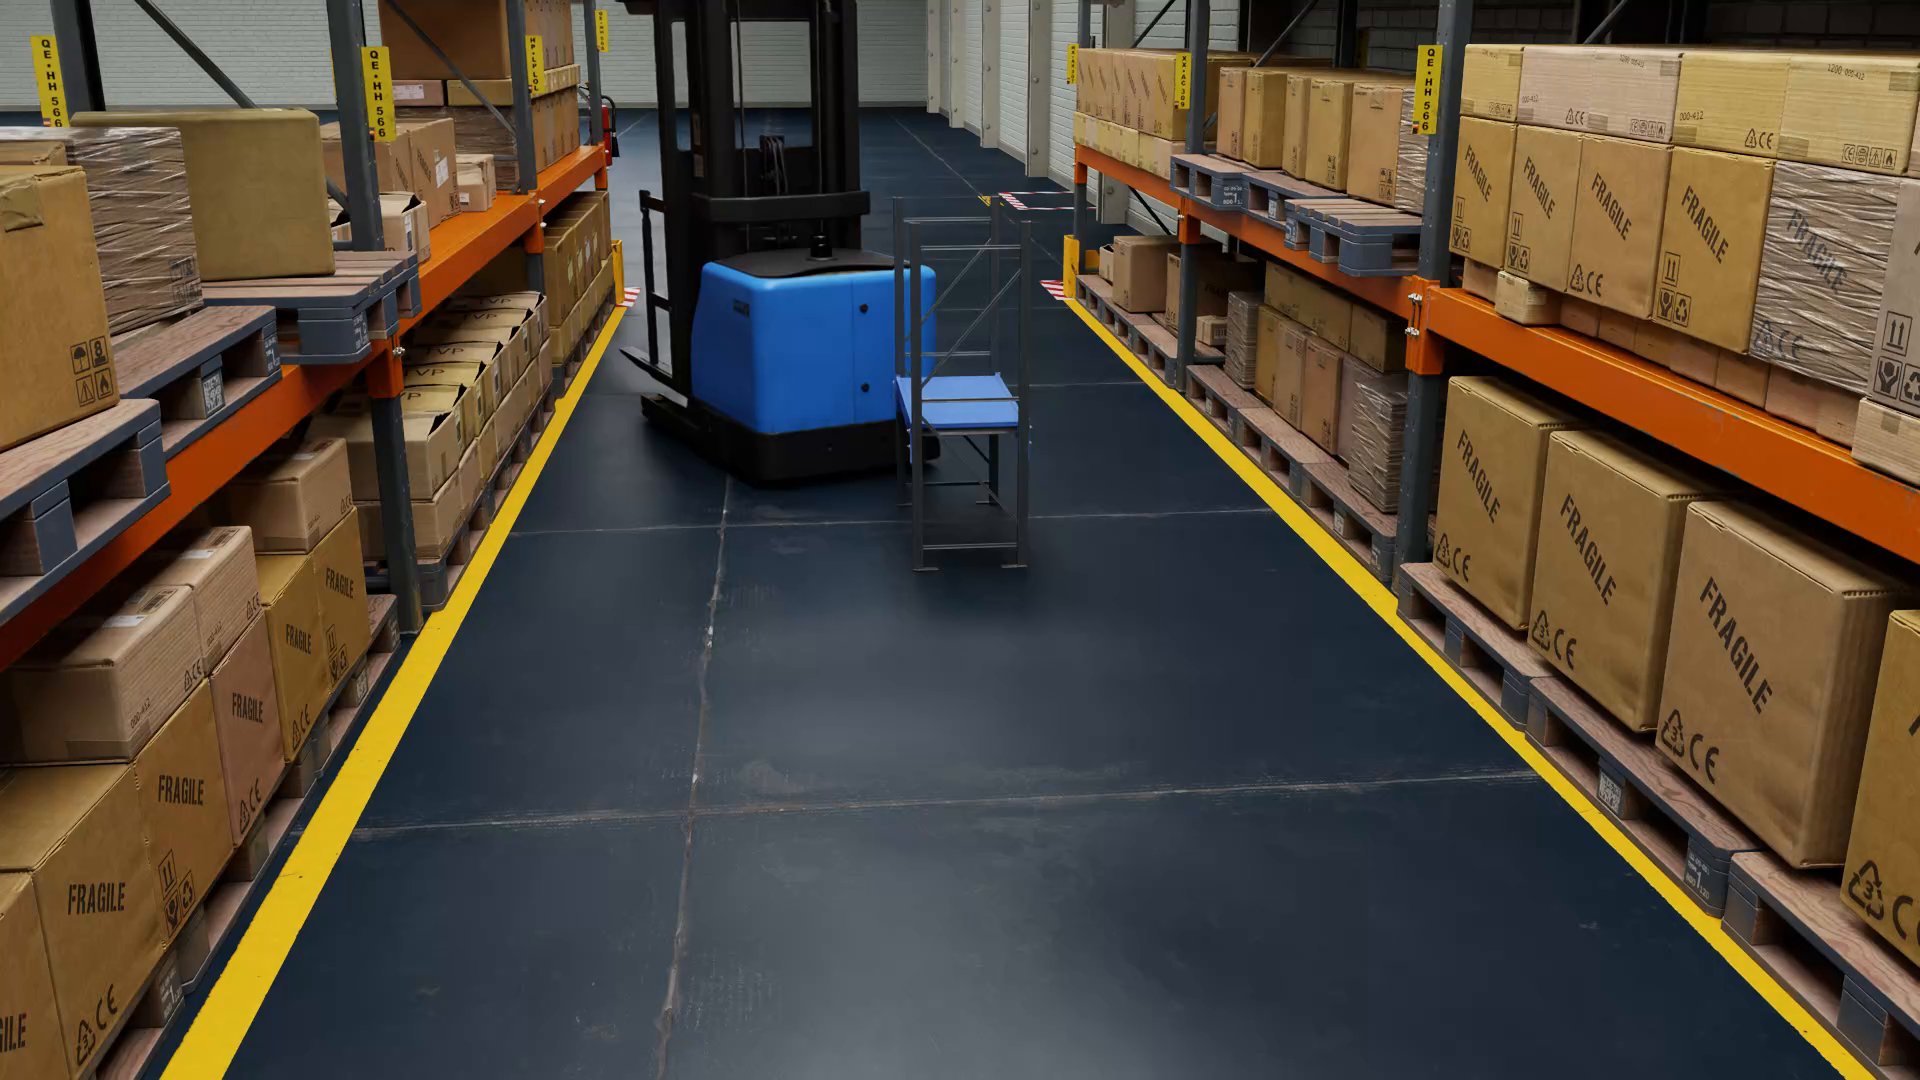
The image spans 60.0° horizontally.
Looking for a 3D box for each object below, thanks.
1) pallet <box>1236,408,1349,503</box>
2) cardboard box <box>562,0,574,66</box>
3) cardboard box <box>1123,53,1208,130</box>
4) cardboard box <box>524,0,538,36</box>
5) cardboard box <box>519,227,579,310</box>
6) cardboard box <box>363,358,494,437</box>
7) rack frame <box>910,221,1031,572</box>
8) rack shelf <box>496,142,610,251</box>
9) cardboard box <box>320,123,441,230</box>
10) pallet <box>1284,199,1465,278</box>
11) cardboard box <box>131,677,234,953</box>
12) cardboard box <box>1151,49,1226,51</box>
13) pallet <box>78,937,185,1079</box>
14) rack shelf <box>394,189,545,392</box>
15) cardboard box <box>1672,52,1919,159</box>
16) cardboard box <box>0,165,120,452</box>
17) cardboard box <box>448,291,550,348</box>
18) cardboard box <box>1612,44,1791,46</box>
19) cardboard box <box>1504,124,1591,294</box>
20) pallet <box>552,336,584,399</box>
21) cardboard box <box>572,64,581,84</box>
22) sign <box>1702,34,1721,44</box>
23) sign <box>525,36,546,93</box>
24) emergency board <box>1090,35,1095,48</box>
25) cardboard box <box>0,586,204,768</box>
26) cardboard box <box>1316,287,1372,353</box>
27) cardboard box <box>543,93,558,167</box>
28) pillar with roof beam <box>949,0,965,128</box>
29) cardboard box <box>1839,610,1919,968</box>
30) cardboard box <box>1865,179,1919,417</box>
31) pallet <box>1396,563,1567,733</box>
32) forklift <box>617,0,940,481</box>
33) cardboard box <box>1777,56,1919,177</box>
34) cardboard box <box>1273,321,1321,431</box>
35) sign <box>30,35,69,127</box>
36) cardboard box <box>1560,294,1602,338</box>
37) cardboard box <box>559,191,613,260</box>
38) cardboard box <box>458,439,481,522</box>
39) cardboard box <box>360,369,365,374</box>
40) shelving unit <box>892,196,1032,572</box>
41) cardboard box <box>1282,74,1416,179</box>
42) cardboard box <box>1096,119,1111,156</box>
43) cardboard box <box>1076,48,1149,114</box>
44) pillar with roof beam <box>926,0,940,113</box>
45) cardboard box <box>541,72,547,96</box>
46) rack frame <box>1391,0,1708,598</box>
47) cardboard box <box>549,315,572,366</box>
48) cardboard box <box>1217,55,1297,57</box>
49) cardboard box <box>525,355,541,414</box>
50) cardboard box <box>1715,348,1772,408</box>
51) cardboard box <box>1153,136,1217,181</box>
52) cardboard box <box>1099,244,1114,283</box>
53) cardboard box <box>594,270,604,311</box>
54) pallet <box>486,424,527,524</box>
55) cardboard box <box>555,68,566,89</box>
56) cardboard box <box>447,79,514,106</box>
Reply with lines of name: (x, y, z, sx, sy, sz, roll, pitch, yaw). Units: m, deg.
pallet: (2.111, -0.475, 8.839, 1.003, 0.211, 1.213, -2, 18, -6)
cardboard box: (-3.399, -3.951, 12.921, 0.700, 0.500, 0.500, -2, 18, -5)
cardboard box: (1.445, -3.128, 11.598, 0.500, 0.500, 0.500, -2, 18, -7)
cardboard box: (-3.183, -3.346, 10.995, 0.700, 0.500, 0.500, -2, 18, -6)
cardboard box: (-2.823, -1.791, 11.010, 0.500, 0.500, 0.500, -2, 18, -6)
cardboard box: (-2.489, -0.686, 7.806, 0.500, 0.311, 0.500, -2, 18, -7)
rack frame: (0.044, -0.590, 7.051, 0.500, 1.500, 0.032, -2, 18, -6)
rack shelf: (-3.233, -2.500, 11.835, 1.077, 0.370, 4.000, -2, 18, -6)
cardboard box: (-2.858, -1.760, 8.109, 0.500, 0.500, 0.500, -2, 18, -6)
pallet: (2.133, -1.328, 7.219, 1.213, 0.211, 1.003, -2, 18, -6)
cardboard box: (-2.120, 0.659, 4.009, 0.500, 0.500, 0.500, -2, 17, -5)
cardboard box: (1.789, -3.605, 13.118, 0.500, 0.500, 0.500, -2, 17, -5)
pallet: (-2.323, 1.225, 3.423, 1.003, 0.211, 1.213, -2, 18, -6)
rack shelf: (-2.821, -1.309, 8.039, 1.077, 0.370, 4.000, -2, 18, -6)
cardboard box: (2.273, -1.163, 4.425, 0.500, 0.250, 0.500, -2, 18, -7)
cardboard box: (-2.162, -0.463, 3.277, 0.700, 0.500, 0.500, 1, 17, 3)
cardboard box: (-2.700, -1.292, 9.738, 0.500, 0.311, 0.500, -2, 18, -6)
cardboard box: (2.617, -1.640, 5.944, 0.500, 0.250, 0.500, -1, 17, -4)
cardboard box: (2.153, -1.100, 5.478, 0.500, 0.500, 0.500, -1, 17, -4)
pallet: (-3.067, -1.156, 11.006, 1.003, 0.211, 1.213, -2, 18, -6)
cardboard box: (-3.211, -3.689, 13.169, 0.380, 0.149, 0.250, -2, 18, -7)
sign: (2.864, -1.781, 6.409, 0.100, 0.325, 0.005, -2, 18, -6)
sign: (-2.488, -2.782, 9.730, 0.100, 0.325, 0.005, -2, 18, -6)
emergency board: (1.584, -5.937, 21.580, 0.194, 1.169, 0.643, -2, 18, -6)
cardboard box: (-2.113, 0.311, 3.865, 0.500, 0.250, 0.500, -2, 18, -6)
cardboard box: (2.132, -1.123, 8.433, 0.500, 0.250, 0.500, -2, 18, -6)
cardboard box: (-3.242, -2.887, 11.697, 0.700, 0.500, 0.500, -1, 17, -4)
pillar with roof beam: (-4.338, -13.292, 34.991, 9.100, 9.000, 0.400, -2, 18, -6)
cardboard box: (2.529, 0.617, 3.591, 0.750, 0.750, 0.750, -2, 17, -5)
cardboard box: (2.364, -0.499, 3.562, 0.500, 0.500, 0.500, -2, 18, -5)
pallet: (2.319, 0.357, 6.186, 1.003, 0.211, 1.213, -2, 18, -6)
forklift: (-1.239, -2.095, 9.458, 1.130, 2.935, 3.031, -9, 20, -26)
cardboard box: (2.327, -1.011, 3.942, 0.500, 0.250, 0.500, -1, 17, -5)
cardboard box: (2.108, -0.895, 8.958, 0.700, 0.500, 0.500, -2, 17, -5)
sign: (-3.166, -1.590, 5.802, 0.100, 0.325, 0.005, -2, 18, -6)
cardboard box: (2.225, -0.766, 5.497, 0.380, 0.149, 0.250, -2, 18, -6)
cardboard box: (-3.088, -2.535, 13.382, 0.500, 0.500, 0.500, -2, 18, -6)
cardboard box: (-2.429, -0.259, 7.385, 0.500, 0.250, 0.500, -2, 18, -7)
cardboard box: (-3.072, -0.815, 8.219, 0.500, 0.311, 0.500, -1, 17, -4)
shelving unit: (-0.009, -0.741, 7.533, 0.538, 1.500, 1.048, -2, 18, -6)
cardboard box: (2.068, -2.145, 8.600, 0.700, 0.500, 0.500, 1, 17, 2)
cardboard box: (1.336, -3.070, 12.666, 0.500, 0.250, 0.500, -2, 18, -7)
cardboard box: (1.238, -3.738, 13.541, 0.500, 0.500, 0.500, -2, 18, -6)
pillar with roof beam: (-4.956, -15.079, 40.685, 9.100, 9.000, 0.400, -2, 18, -6)
cardboard box: (-2.999, -3.075, 11.214, 0.380, 0.149, 0.250, -2, 18, -7)
rack frame: (2.312, -1.210, 6.524, 1.000, 3.000, 0.127, -2, 18, -6)
cardboard box: (-2.773, -1.284, 10.648, 0.500, 0.250, 0.500, -2, 18, -6)
cardboard box: (2.010, -2.998, 11.185, 0.500, 0.500, 0.500, -2, 18, -6)
cardboard box: (-2.645, -0.871, 9.333, 0.500, 0.250, 0.500, -2, 18, -6)
cardboard box: (2.305, -0.460, 4.519, 0.380, 0.149, 0.250, -1, 17, -4)
cardboard box: (1.550, -2.472, 10.759, 0.500, 0.250, 0.500, -2, 18, -6)
cardboard box: (1.469, -2.312, 13.788, 0.500, 0.311, 0.500, -4, 18, -12)
cardboard box: (-2.974, -1.880, 12.547, 0.500, 0.250, 0.500, -2, 18, -6)
pallet: (-2.783, -0.335, 8.391, 1.003, 0.211, 1.213, -2, 18, -6)
cardboard box: (-3.105, -3.381, 12.190, 0.380, 0.149, 0.250, -1, 17, -4)
cardboard box: (-2.862, -2.691, 9.991, 0.380, 0.149, 0.250, -2, 18, -6)
